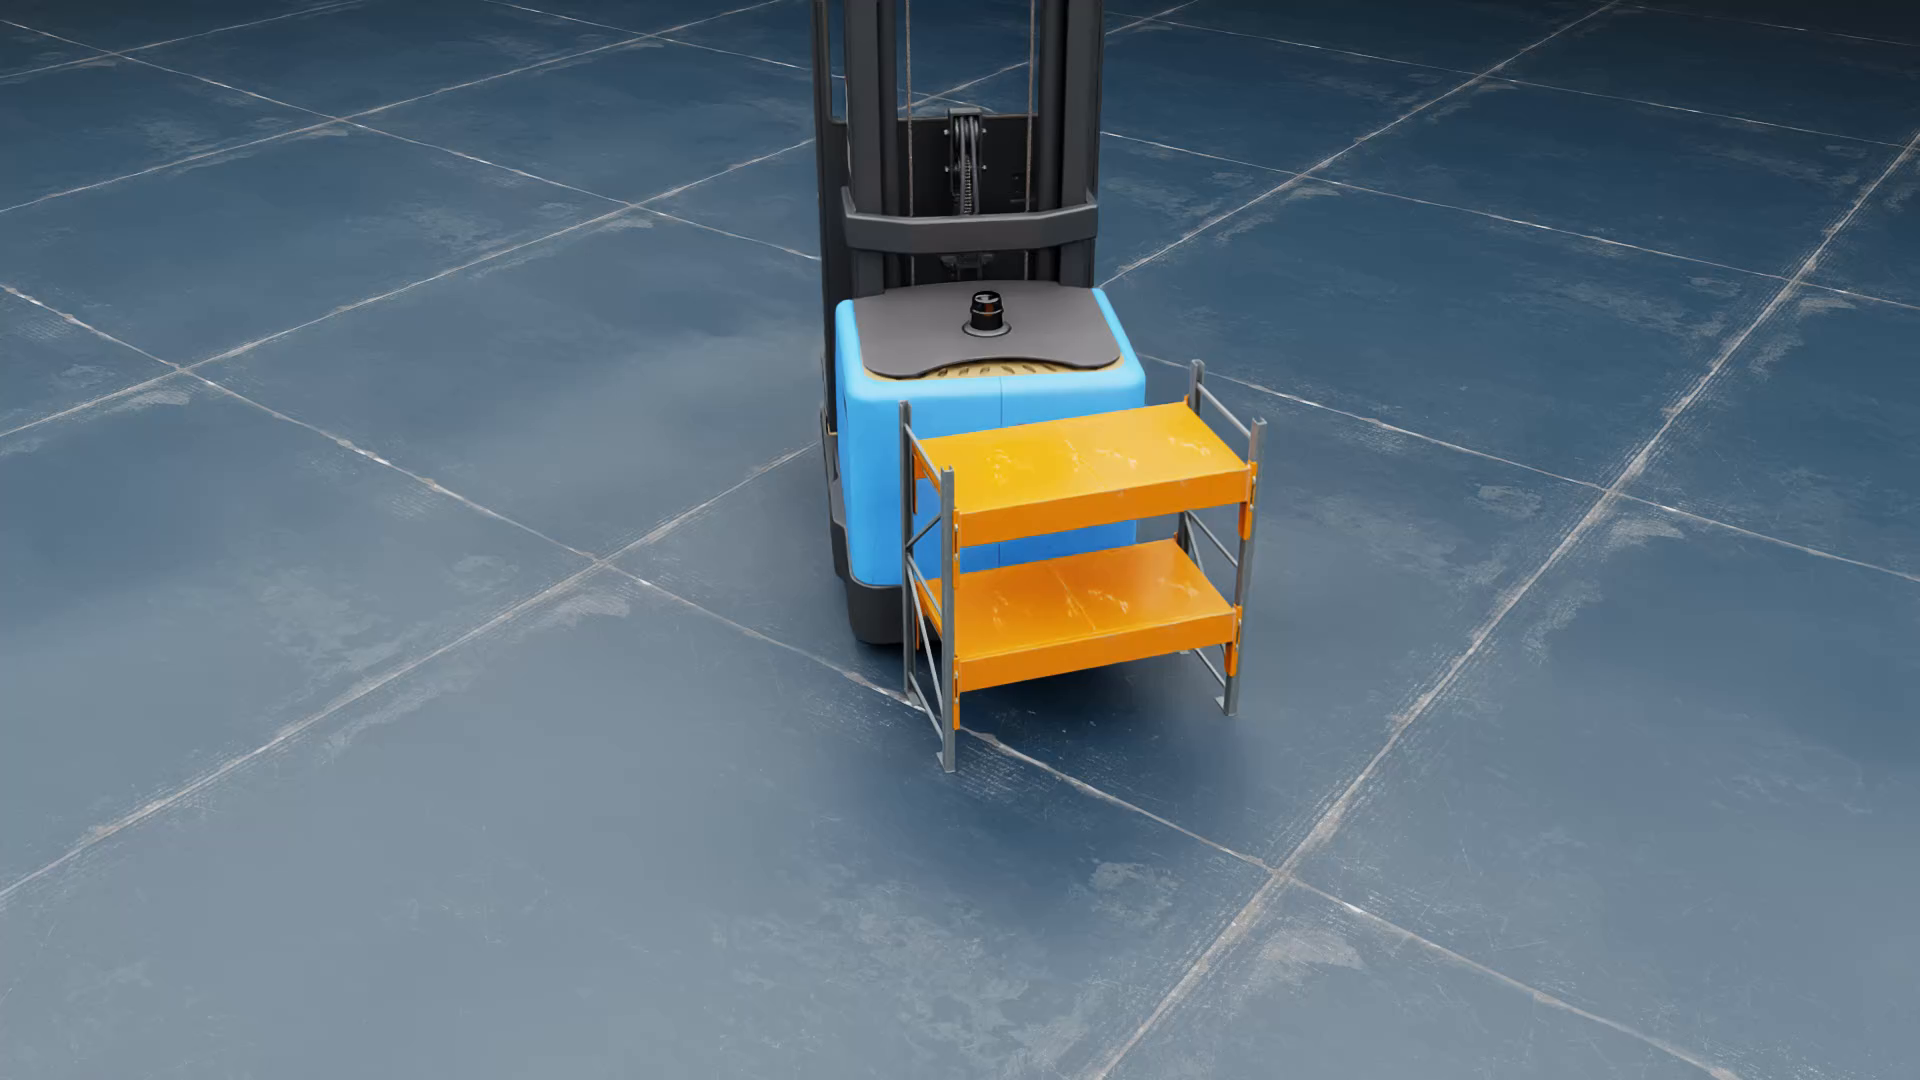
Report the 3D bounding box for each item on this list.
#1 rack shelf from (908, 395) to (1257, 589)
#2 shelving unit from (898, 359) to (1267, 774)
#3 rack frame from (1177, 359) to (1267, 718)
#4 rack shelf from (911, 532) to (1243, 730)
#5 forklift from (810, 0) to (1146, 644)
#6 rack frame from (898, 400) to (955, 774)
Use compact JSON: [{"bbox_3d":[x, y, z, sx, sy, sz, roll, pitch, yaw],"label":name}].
[{"bbox_3d":[0.378,-0.170,5.359,1.000,0.278,0.538,-9,32,-15],"label":"rack shelf"},{"bbox_3d":[0.378,0.082,5.508,1.048,1.125,0.538,-9,32,-15],"label":"shelving unit"},{"bbox_3d":[0.862,0.003,5.642,0.032,1.125,0.500,-9,32,-15],"label":"rack frame"},{"bbox_3d":[0.378,0.292,5.633,1.000,0.278,0.538,-9,32,-15],"label":"rack shelf"},{"bbox_3d":[-0.037,-1.617,6.604,1.130,2.935,3.031,-3,31,-6],"label":"forklift"},{"bbox_3d":[-0.106,0.161,5.375,0.032,1.125,0.500,-9,32,-15],"label":"rack frame"}]
